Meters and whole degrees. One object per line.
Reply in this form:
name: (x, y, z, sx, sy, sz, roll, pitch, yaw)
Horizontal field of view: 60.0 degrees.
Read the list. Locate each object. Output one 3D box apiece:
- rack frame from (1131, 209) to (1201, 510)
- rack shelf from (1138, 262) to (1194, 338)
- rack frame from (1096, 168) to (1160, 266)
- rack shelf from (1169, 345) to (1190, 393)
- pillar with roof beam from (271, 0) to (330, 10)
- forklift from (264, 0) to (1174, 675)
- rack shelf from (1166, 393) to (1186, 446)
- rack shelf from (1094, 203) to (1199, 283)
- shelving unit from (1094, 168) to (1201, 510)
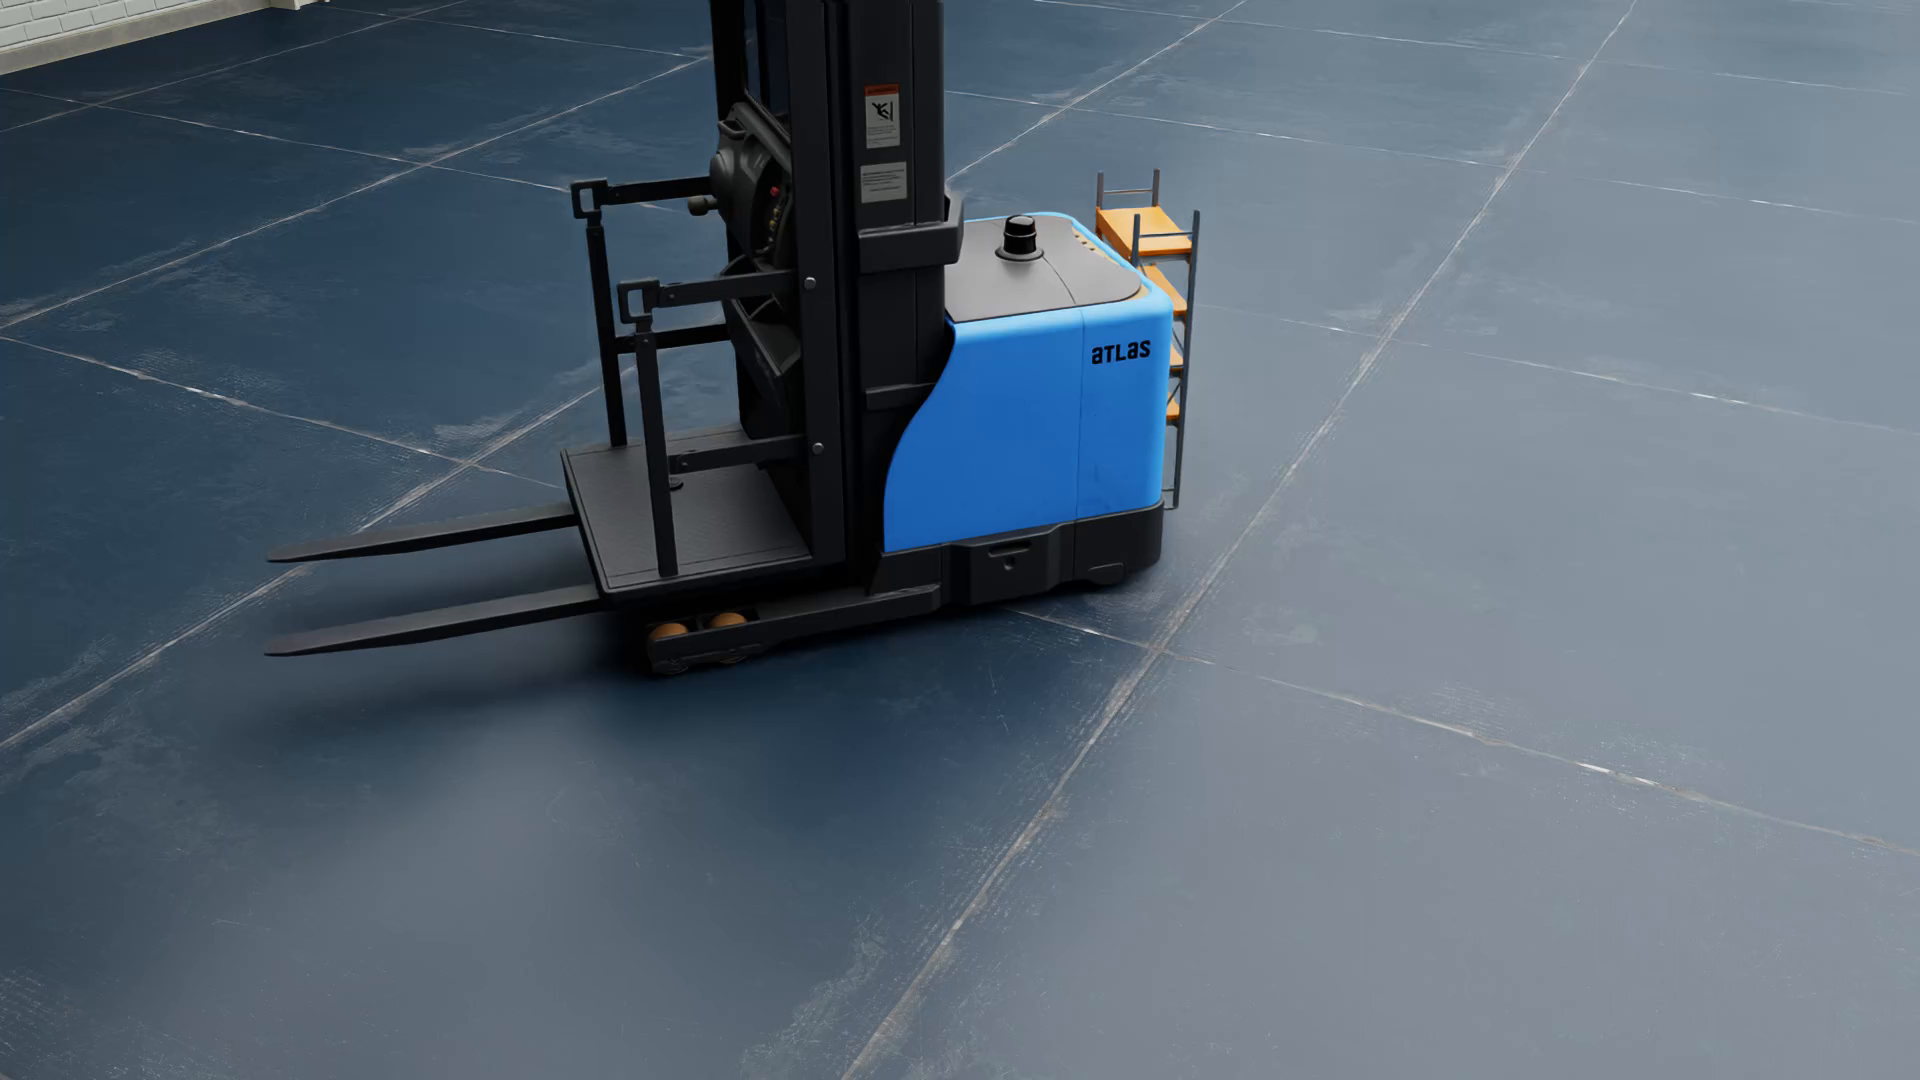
rack frame: (0.729, -0.633, 6.148, 0.240, 1.200, 0.015, -5, 30, -9)
rack shelf: (0.683, -0.888, 6.277, 0.258, 0.148, 0.480, -5, 30, -9)
rack frame: (0.637, -0.872, 6.563, 0.240, 1.200, 0.015, -5, 30, -9)
rack shelf: (0.683, -0.694, 6.389, 0.258, 0.148, 0.480, -5, 30, -9)
pillar with roof beam: (-1.828, -7.526, 10.319, 9.100, 9.000, 0.400, 14, 33, 23)
forklift: (-0.848, -1.125, 5.265, 3.031, 2.935, 1.130, -10, 31, -17)
rack shelf: (0.683, -0.522, 6.488, 0.258, 0.148, 0.480, -5, 30, -9)
rack shelf: (0.683, -1.093, 6.160, 0.258, 0.148, 0.480, -5, 30, -9)
shelving unit: (0.683, -0.752, 6.355, 0.258, 1.200, 0.503, -5, 30, -9)
